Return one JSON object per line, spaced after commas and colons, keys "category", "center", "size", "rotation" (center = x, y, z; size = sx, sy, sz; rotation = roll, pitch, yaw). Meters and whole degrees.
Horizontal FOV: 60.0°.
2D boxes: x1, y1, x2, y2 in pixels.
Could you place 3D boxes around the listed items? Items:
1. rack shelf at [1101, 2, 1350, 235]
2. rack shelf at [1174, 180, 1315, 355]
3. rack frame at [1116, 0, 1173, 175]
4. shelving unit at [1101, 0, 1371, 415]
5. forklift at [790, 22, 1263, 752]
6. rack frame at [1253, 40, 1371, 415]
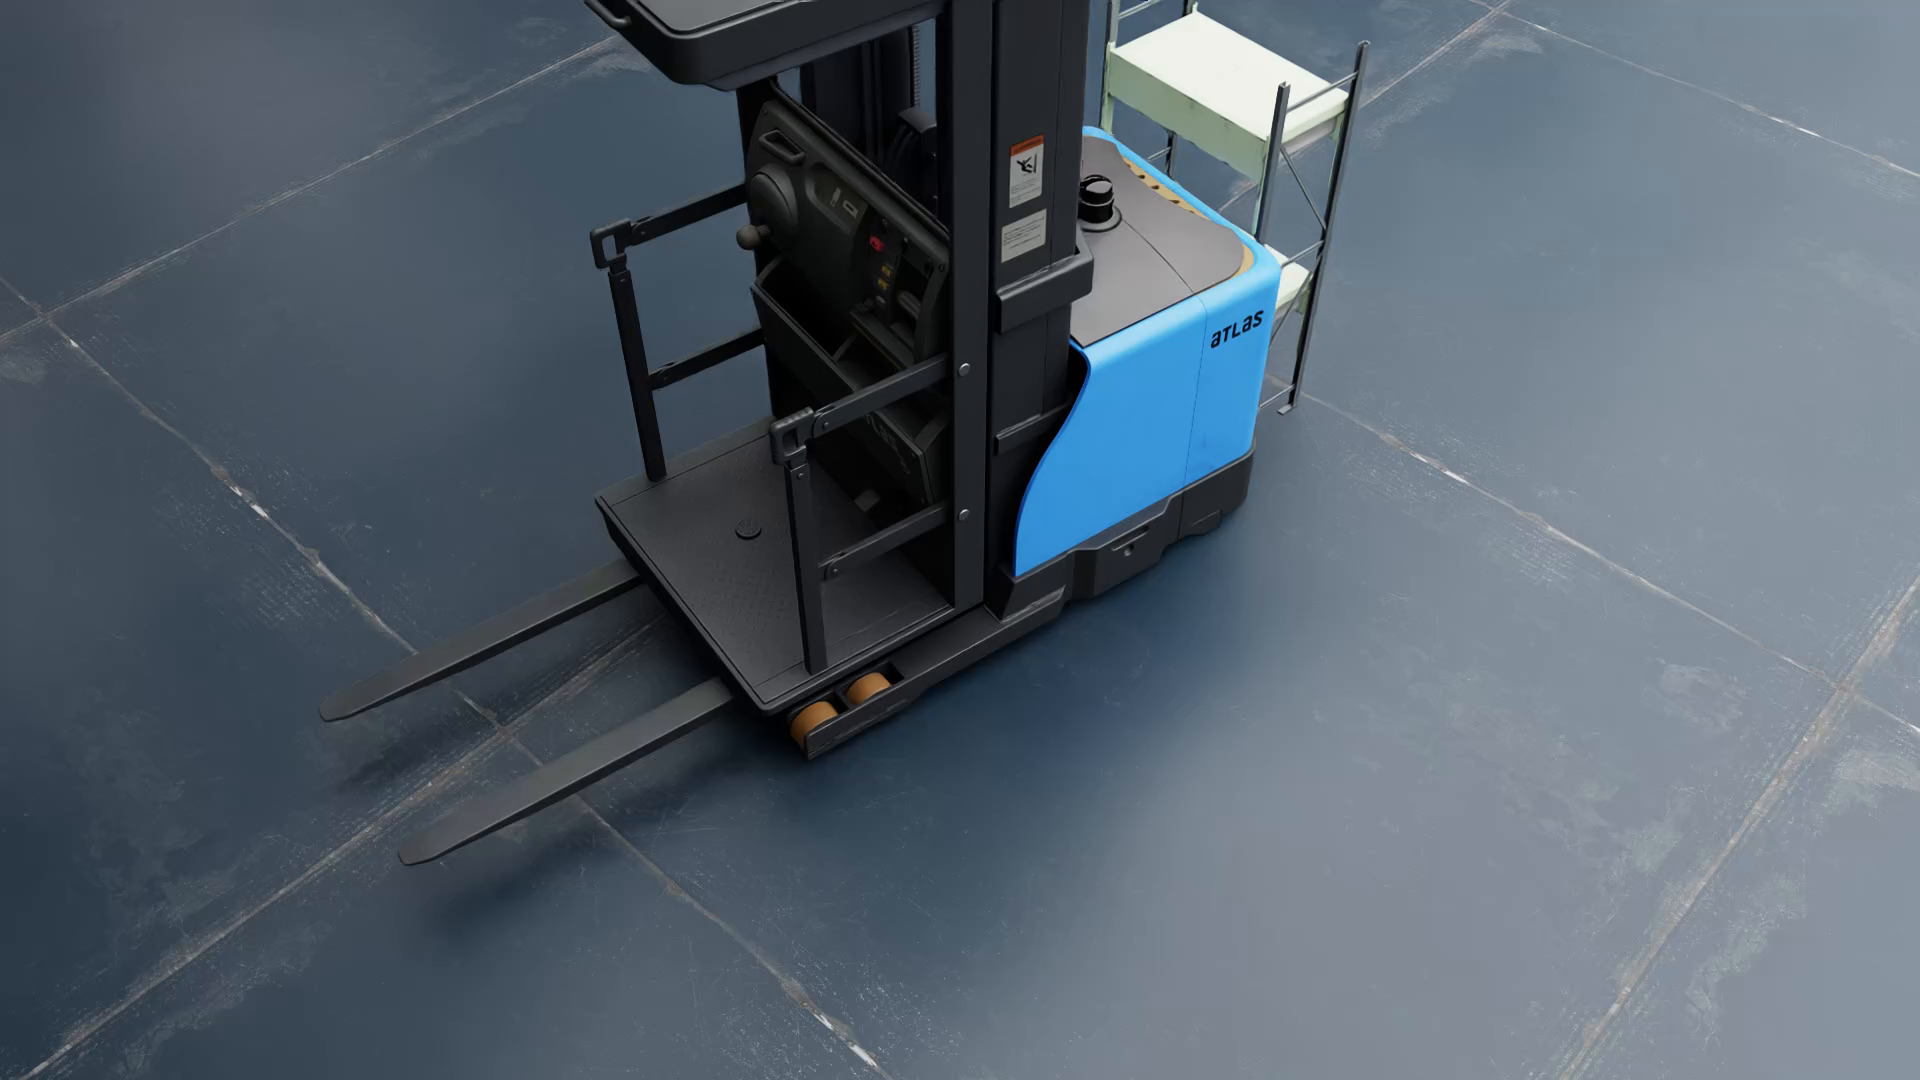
{"category": "rack shelf", "center": [0.872, -1.404, 5.503], "size": [0.431, 0.370, 0.720], "rotation": [-32, 54, -26]}
{"category": "rack shelf", "center": [0.870, -0.913, 6.024], "size": [0.431, 0.370, 0.720], "rotation": [-32, 54, -26]}
{"category": "rack frame", "center": [0.636, -1.341, 5.979], "size": [0.380, 1.308, 0.010], "rotation": [-32, 54, -26]}
{"category": "shelving unit", "center": [0.873, -1.135, 5.785], "size": [0.431, 1.500, 0.748], "rotation": [-32, 54, -26]}
{"category": "forklift", "center": [2.769, -8.672, 11.926], "size": [18.708, 2.867, 15.053], "rotation": [-27, 53, -23]}
{"category": "rack frame", "center": [1.108, -0.933, 5.596], "size": [0.400, 1.500, 0.023], "rotation": [-32, 54, -26]}
